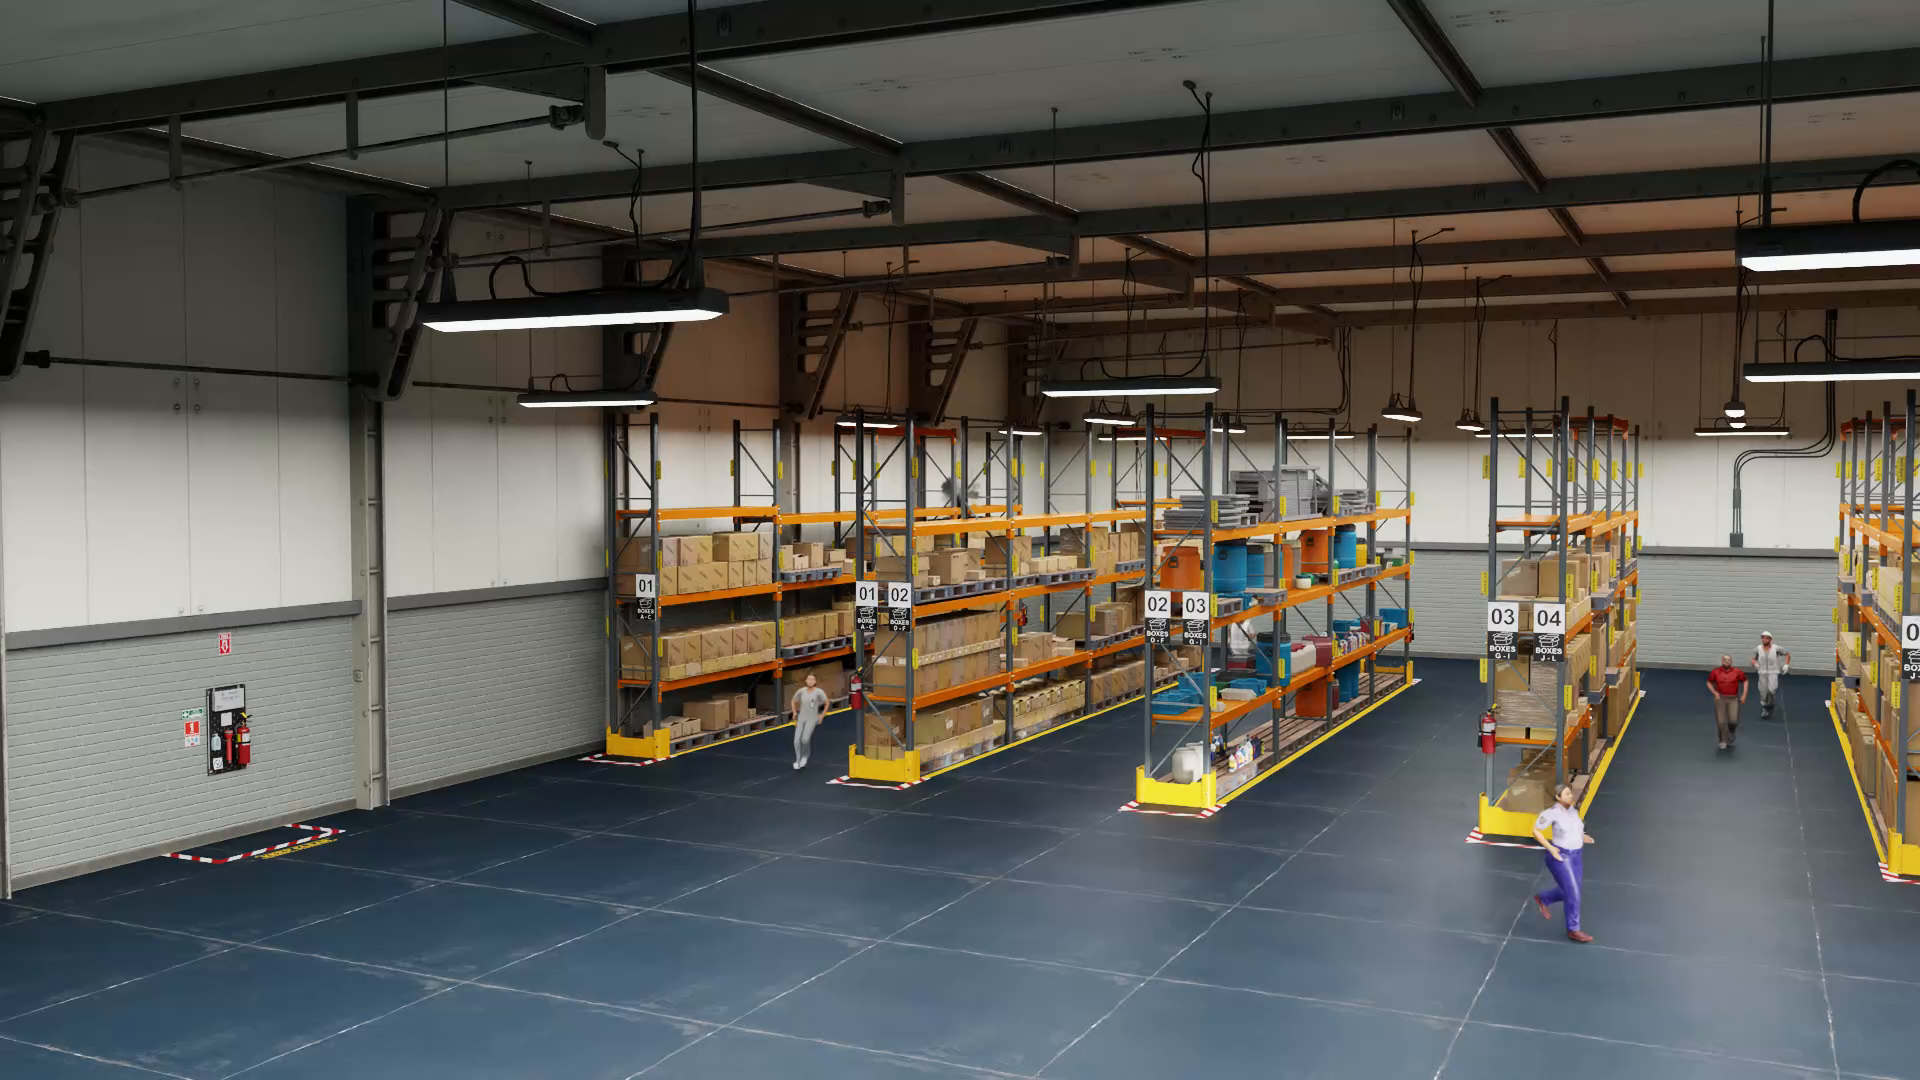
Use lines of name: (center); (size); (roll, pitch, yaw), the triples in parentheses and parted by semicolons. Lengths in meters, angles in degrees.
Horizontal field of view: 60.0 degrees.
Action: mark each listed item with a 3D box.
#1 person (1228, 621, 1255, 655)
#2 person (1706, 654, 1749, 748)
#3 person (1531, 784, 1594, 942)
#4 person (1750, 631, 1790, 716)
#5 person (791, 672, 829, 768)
person: (6.466, 2.498, 38.373); (0.689, 1.762, 0.877); (1, 3, 19)
person: (13.845, 2.903, 30.004); (0.698, 1.686, 0.620); (1, 3, 22)
person: (6.487, 3.435, 17.923); (0.621, 1.615, 0.843); (-2, 3, -33)
person: (16.276, 2.709, 33.461); (0.688, 1.734, 0.768); (2, 3, 36)
person: (-2.540, 3.020, 27.792); (0.625, 1.619, 0.578); (1, 2, 13)
